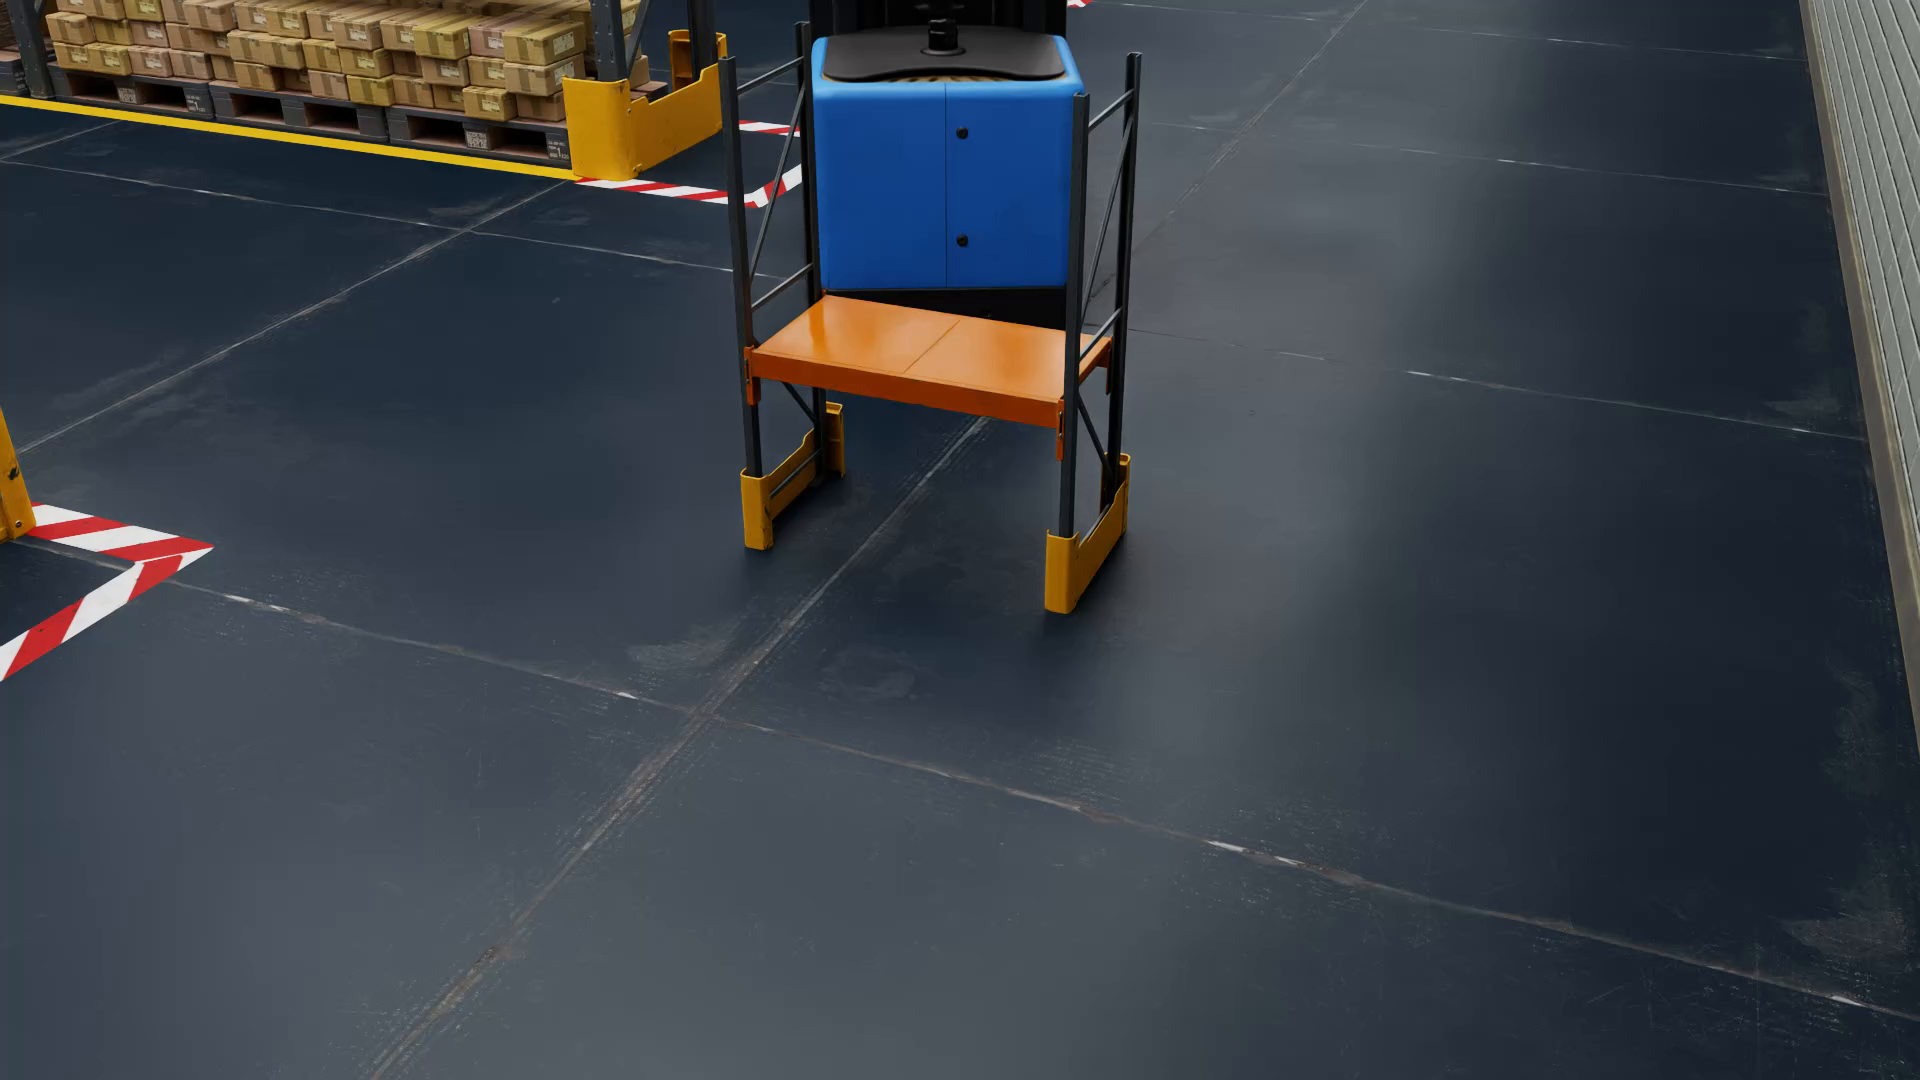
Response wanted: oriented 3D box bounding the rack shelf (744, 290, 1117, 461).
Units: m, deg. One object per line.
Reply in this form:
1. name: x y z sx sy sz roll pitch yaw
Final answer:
1. rack shelf: -0.079 -0.512 4.997 1.000 0.185 0.538 11 31 19

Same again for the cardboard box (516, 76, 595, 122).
1. cardboard box: -2.141 -2.353 8.835 0.250 0.149 0.380 12 32 20

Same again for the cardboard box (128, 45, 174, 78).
1. cardboard box: -4.568 -2.805 9.635 0.250 0.149 0.380 11 31 19

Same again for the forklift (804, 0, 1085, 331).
1. forklift: -0.103 -2.701 7.049 1.130 2.935 3.031 -1 29 -2

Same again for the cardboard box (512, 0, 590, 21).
1. cardboard box: -2.233 -2.858 9.123 0.250 0.149 0.380 12 32 20

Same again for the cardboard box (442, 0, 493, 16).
1. cardboard box: -2.680 -2.971 9.324 0.250 0.149 0.380 10 31 17

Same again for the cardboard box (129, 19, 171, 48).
1. cardboard box: -4.558 -2.973 9.629 0.250 0.149 0.380 11 31 19

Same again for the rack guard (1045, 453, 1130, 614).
1. rack guard: 0.391 -0.031 5.050 0.087 0.250 0.587 11 31 19

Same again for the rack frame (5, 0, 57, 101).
1. rack frame: -5.281 -4.149 9.542 0.127 3.000 1.000 11 31 19

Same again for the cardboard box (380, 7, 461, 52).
1. cardboard box: -2.876 -2.732 8.900 0.250 0.149 0.380 10 31 17

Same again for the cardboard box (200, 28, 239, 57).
1. cardboard box: -4.063 -2.860 9.429 0.250 0.149 0.380 13 32 21

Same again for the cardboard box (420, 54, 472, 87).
1. cardboard box: -2.654 -2.543 8.869 0.250 0.149 0.380 10 31 17

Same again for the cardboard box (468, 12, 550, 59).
1. cardboard box: -2.372 -2.665 8.782 0.250 0.149 0.380 12 32 20

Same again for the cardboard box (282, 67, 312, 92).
1. cardboard box: -3.575 -2.642 9.346 0.250 0.149 0.380 12 32 21

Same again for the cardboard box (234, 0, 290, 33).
1. cardboard box: -3.815 -2.954 9.294 0.250 0.149 0.380 10 31 17

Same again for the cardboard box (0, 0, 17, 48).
1. cardboard box: -6.062 -3.266 10.093 0.500 0.500 0.500 11 31 18

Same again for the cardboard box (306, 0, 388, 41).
1. cardboard box: -3.348 -2.855 9.119 0.250 0.149 0.380 10 31 17

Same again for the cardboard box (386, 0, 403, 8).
1. cardboard box: -3.160 -3.096 9.545 0.250 0.149 0.380 12 32 20

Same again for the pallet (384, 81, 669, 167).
1. pallet: -2.385 -2.376 9.238 1.213 0.211 1.003 11 31 19

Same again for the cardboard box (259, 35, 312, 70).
1. cardboard box: -3.634 -2.727 9.195 0.250 0.149 0.380 12 31 20

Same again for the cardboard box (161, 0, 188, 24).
1. cardboard box: -4.304 -3.051 9.466 0.250 0.149 0.380 10 31 18

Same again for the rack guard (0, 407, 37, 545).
1. rack guard: -3.320 -0.041 4.814 0.348 0.500 1.175 11 31 19

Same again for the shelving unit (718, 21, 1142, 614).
1. shelving unit: -0.071 -0.667 4.906 1.083 1.500 0.587 11 31 19

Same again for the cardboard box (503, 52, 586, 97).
1. cardboard box: -2.171 -2.448 8.700 0.250 0.149 0.380 10 31 18

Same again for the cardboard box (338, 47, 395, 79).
1. cardboard box: -3.138 -2.633 9.028 0.250 0.149 0.380 12 32 20

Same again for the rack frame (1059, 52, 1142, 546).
1. rack frame: 0.392 -0.575 4.743 0.032 1.500 0.500 11 31 19

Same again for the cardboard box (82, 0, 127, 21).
1. cardboard box: -4.807 -3.114 9.576 0.250 0.149 0.380 13 32 22

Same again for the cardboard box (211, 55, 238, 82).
1. cardboard box: -4.052 -2.747 9.533 0.250 0.149 0.380 10 31 17

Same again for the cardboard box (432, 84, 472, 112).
1. cardboard box: -2.630 -2.443 8.993 0.250 0.149 0.380 11 31 19

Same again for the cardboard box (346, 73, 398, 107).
1. cardboard box: -3.124 -2.501 9.097 0.250 0.149 0.380 10 31 17

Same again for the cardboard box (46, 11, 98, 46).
1. cardboard box: -5.066 -3.007 9.690 0.250 0.149 0.380 13 32 21

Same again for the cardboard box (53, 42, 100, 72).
1. cardboard box: -5.065 -2.877 9.762 0.250 0.149 0.380 10 31 17

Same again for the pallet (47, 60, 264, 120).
1. pallet: -4.646 -2.827 10.037 1.213 0.211 1.003 11 31 19
